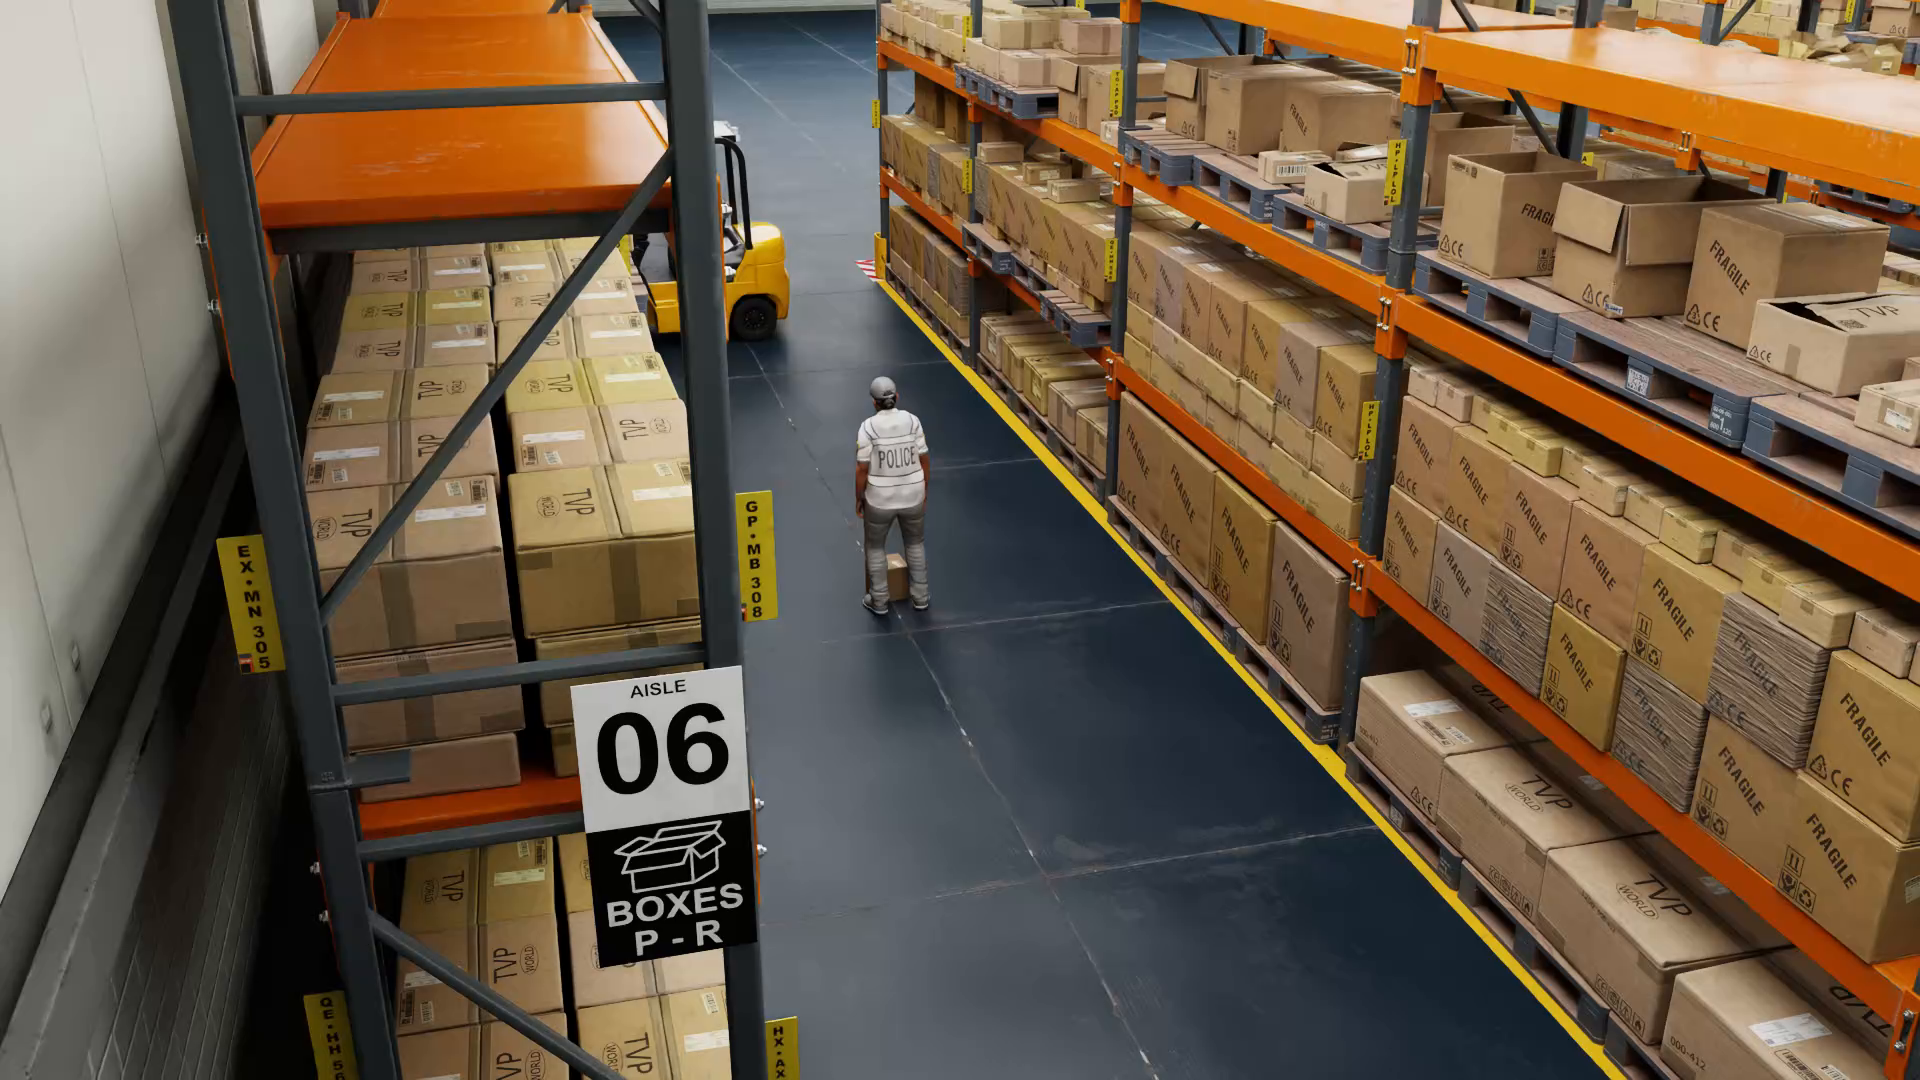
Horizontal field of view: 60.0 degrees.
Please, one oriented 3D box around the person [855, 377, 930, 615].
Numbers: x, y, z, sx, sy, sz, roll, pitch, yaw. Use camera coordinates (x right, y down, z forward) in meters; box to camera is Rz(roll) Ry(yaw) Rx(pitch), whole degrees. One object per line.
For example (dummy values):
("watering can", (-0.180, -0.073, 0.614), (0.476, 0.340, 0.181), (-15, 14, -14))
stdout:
("person", (-0.458, -0.300, 11.337), (0.553, 1.665, 0.457), (-8, 24, -17))
